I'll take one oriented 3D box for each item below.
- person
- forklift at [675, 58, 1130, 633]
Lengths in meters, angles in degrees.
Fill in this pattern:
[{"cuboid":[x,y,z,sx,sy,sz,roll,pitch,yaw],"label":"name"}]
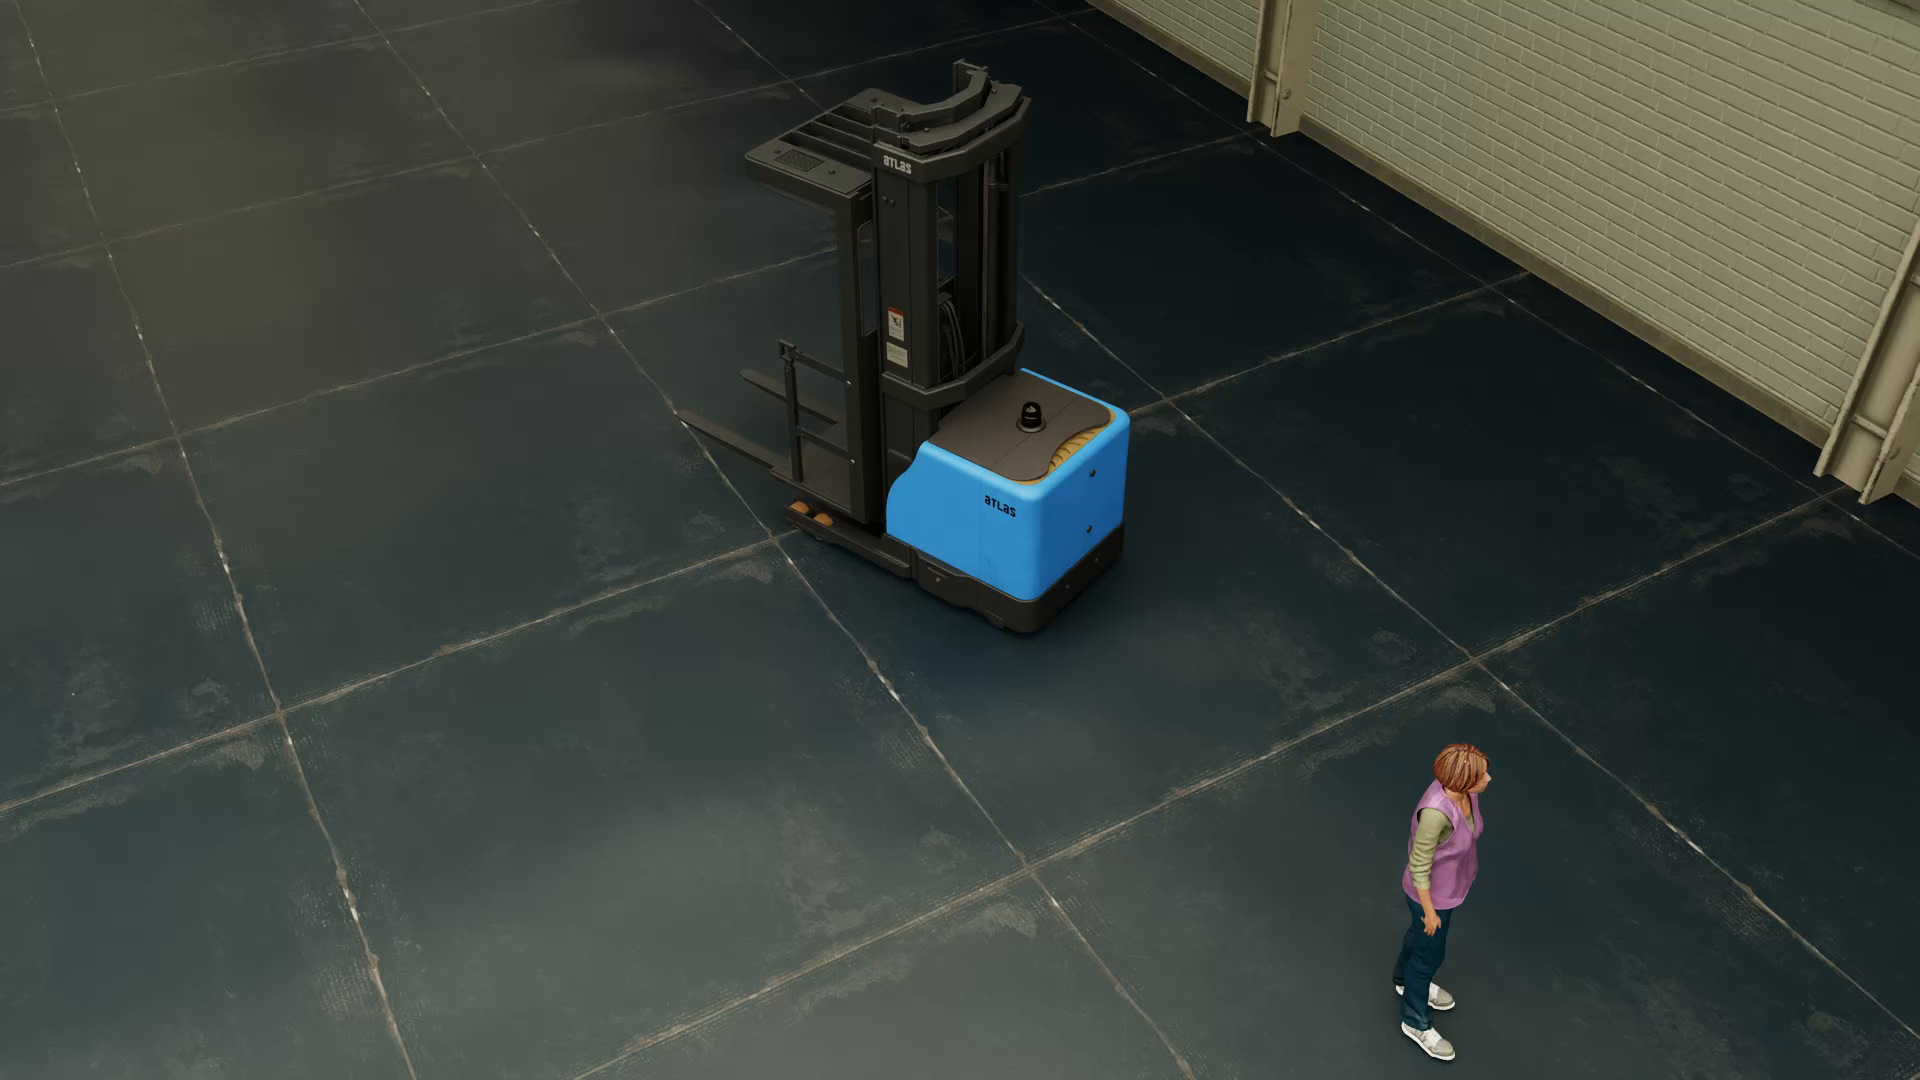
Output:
[{"cuboid":[2.146,1.531,7.224,0.473,1.599,0.519,23,45,25],"label":"person"},{"cuboid":[-0.481,-1.366,9.683,3.031,2.935,1.130,26,46,28],"label":"forklift"}]
